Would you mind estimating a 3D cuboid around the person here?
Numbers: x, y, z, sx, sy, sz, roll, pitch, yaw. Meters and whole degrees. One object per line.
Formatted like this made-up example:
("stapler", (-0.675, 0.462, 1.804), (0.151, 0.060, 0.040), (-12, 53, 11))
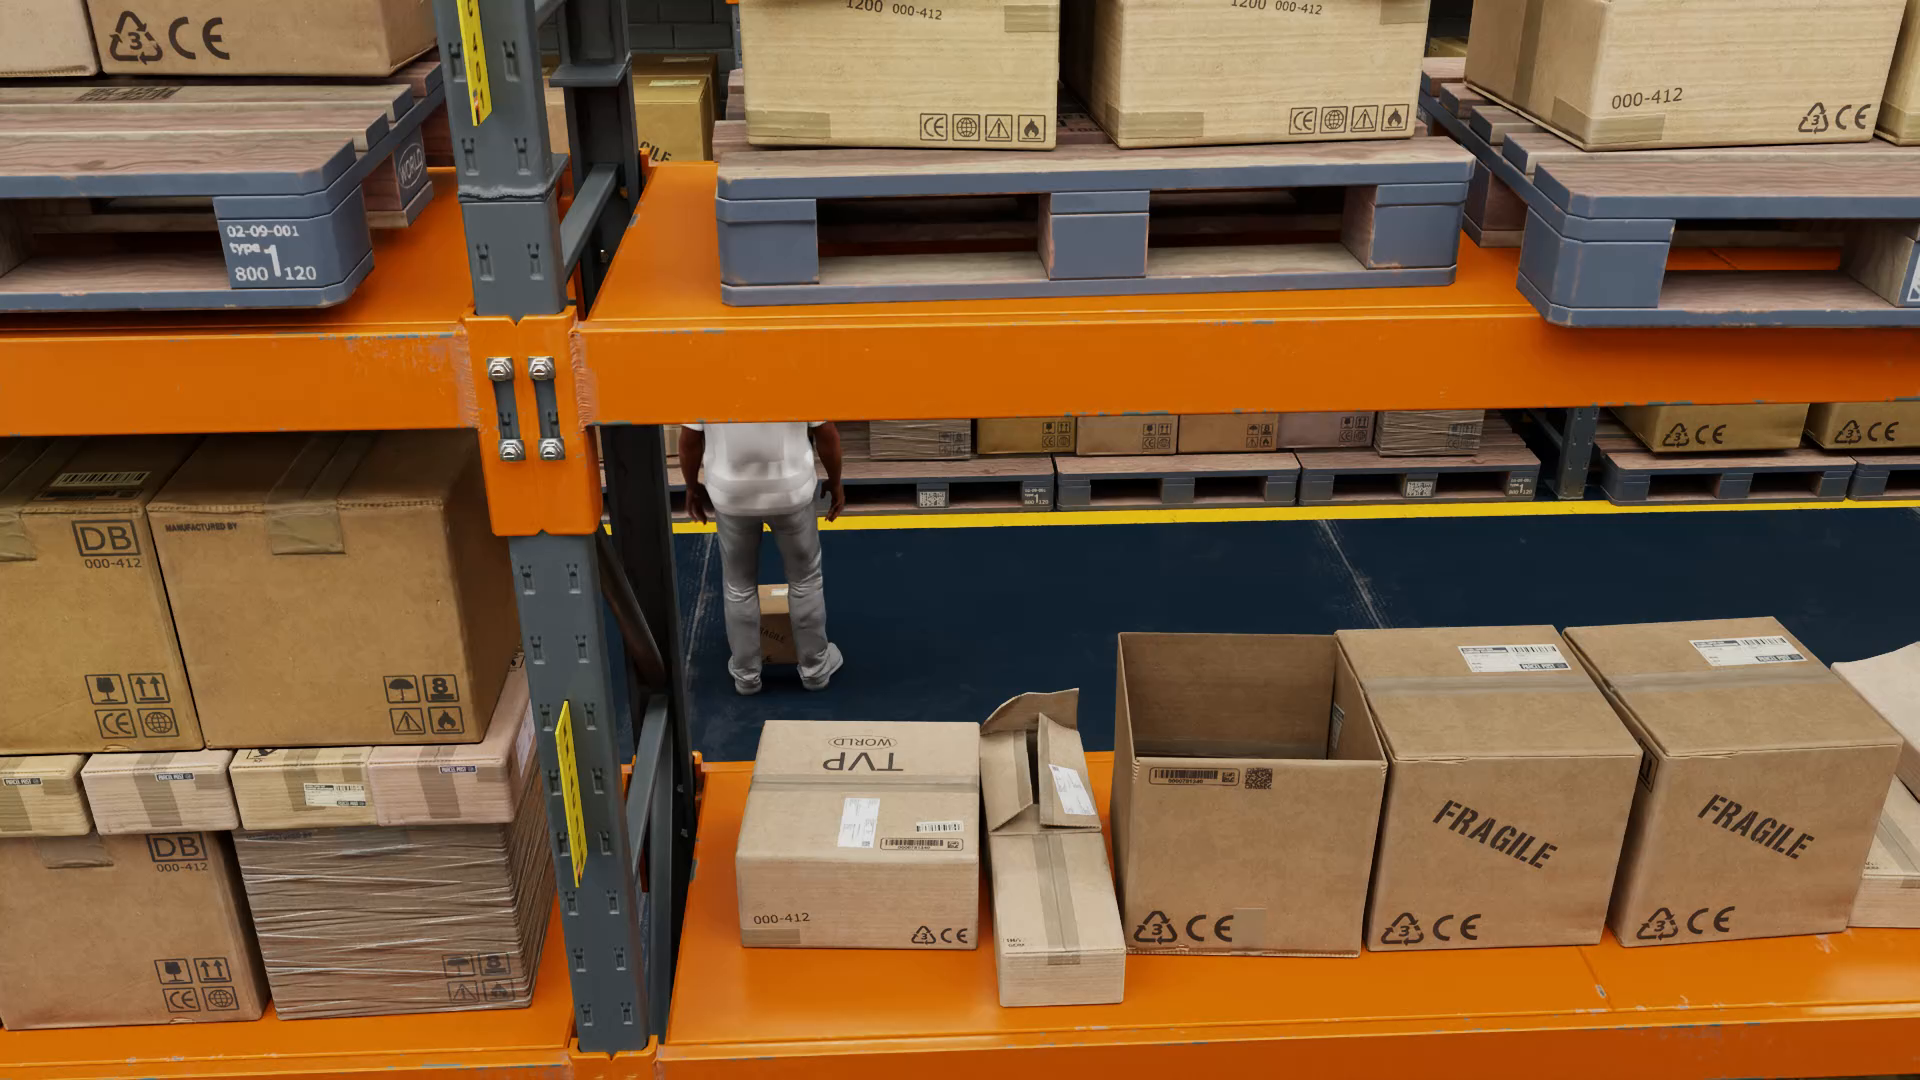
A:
("person", (-0.767, -0.210, 6.503), (0.626, 1.761, 0.458), (-1, 27, -3))
